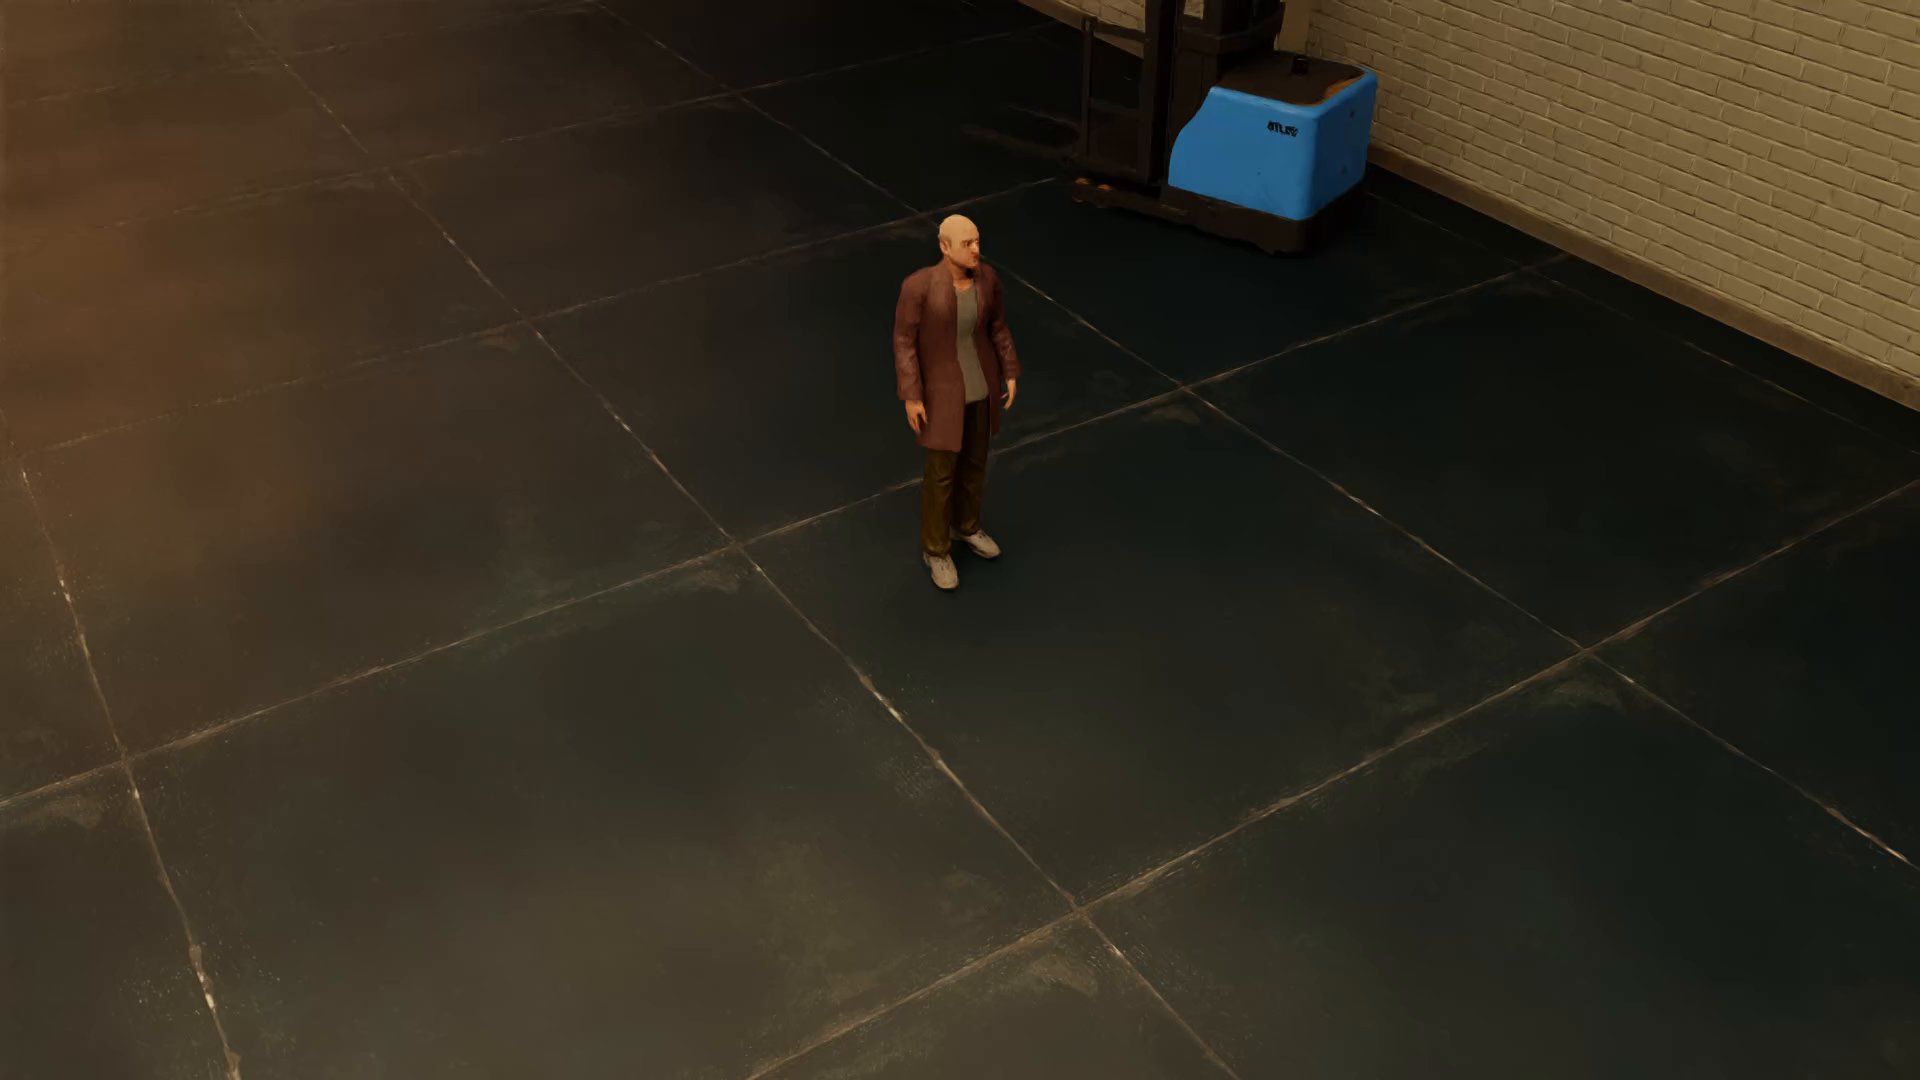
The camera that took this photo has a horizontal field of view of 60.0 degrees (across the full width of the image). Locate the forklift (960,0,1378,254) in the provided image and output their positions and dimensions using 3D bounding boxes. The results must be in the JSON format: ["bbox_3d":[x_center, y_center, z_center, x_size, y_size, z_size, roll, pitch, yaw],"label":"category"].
[{"bbox_3d":[1.408,-3.837,11.609,3.031,2.935,1.130,23,41,29],"label":"forklift"}]

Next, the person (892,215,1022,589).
[{"bbox_3d":[0.046,-0.688,8.117,0.694,1.776,0.580,-21,40,-27],"label":"person"}]
